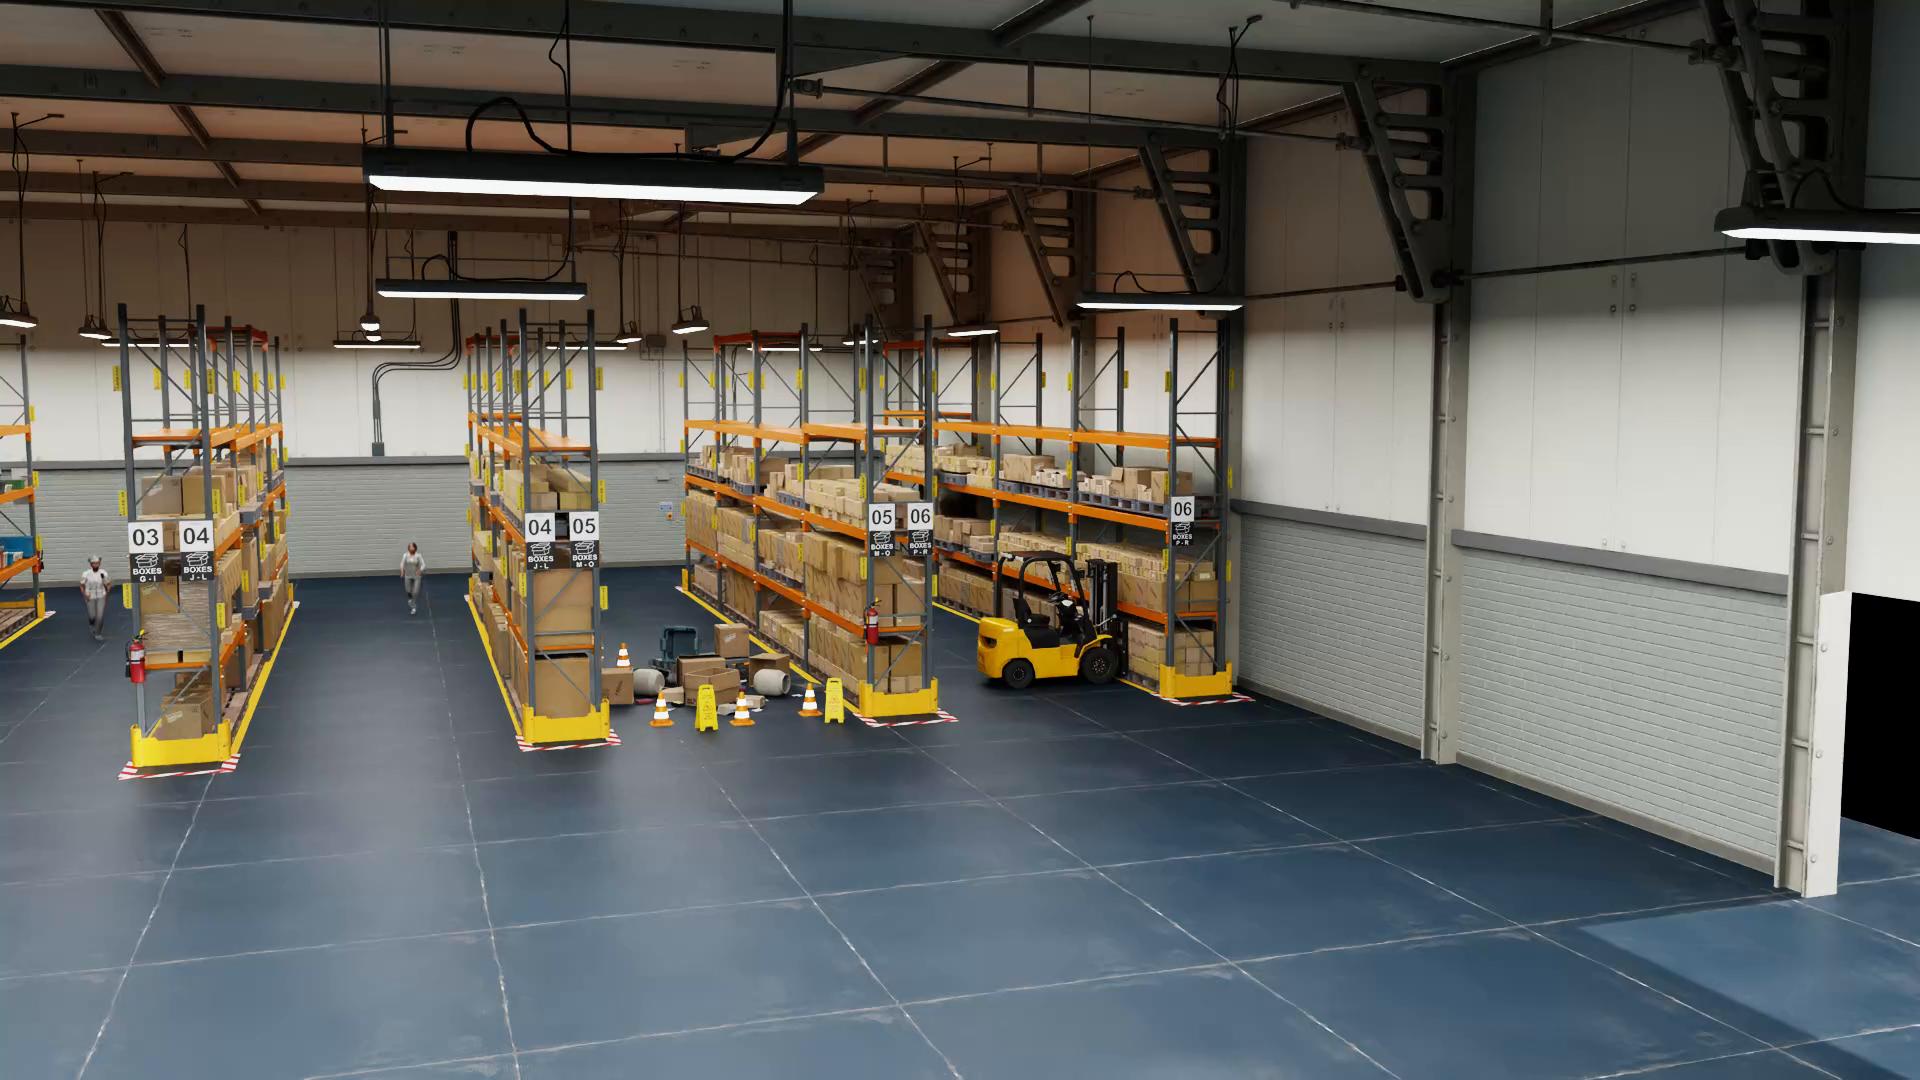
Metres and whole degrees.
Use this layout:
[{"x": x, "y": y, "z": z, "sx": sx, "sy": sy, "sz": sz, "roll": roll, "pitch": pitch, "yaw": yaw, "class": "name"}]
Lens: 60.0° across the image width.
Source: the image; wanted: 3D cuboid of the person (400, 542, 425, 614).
[{"x": -11.845, "y": 0.824, "z": 35.976, "sx": 0.541, "sy": 1.555, "sz": 0.550, "roll": -1, "pitch": 6, "yaw": -13, "class": "person"}]

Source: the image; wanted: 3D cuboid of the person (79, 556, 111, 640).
[{"x": -16.859, "y": 1.124, "z": 32.456, "sx": 0.552, "sy": 1.648, "sz": 0.529, "roll": -3, "pitch": 6, "yaw": -33, "class": "person"}]

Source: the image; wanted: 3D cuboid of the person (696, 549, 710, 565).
[{"x": -6.310, "y": 0.273, "z": 41.430, "sx": 0.644, "sy": 1.608, "sz": 0.637, "roll": 0, "pitch": 5, "yaw": -3, "class": "person"}]
